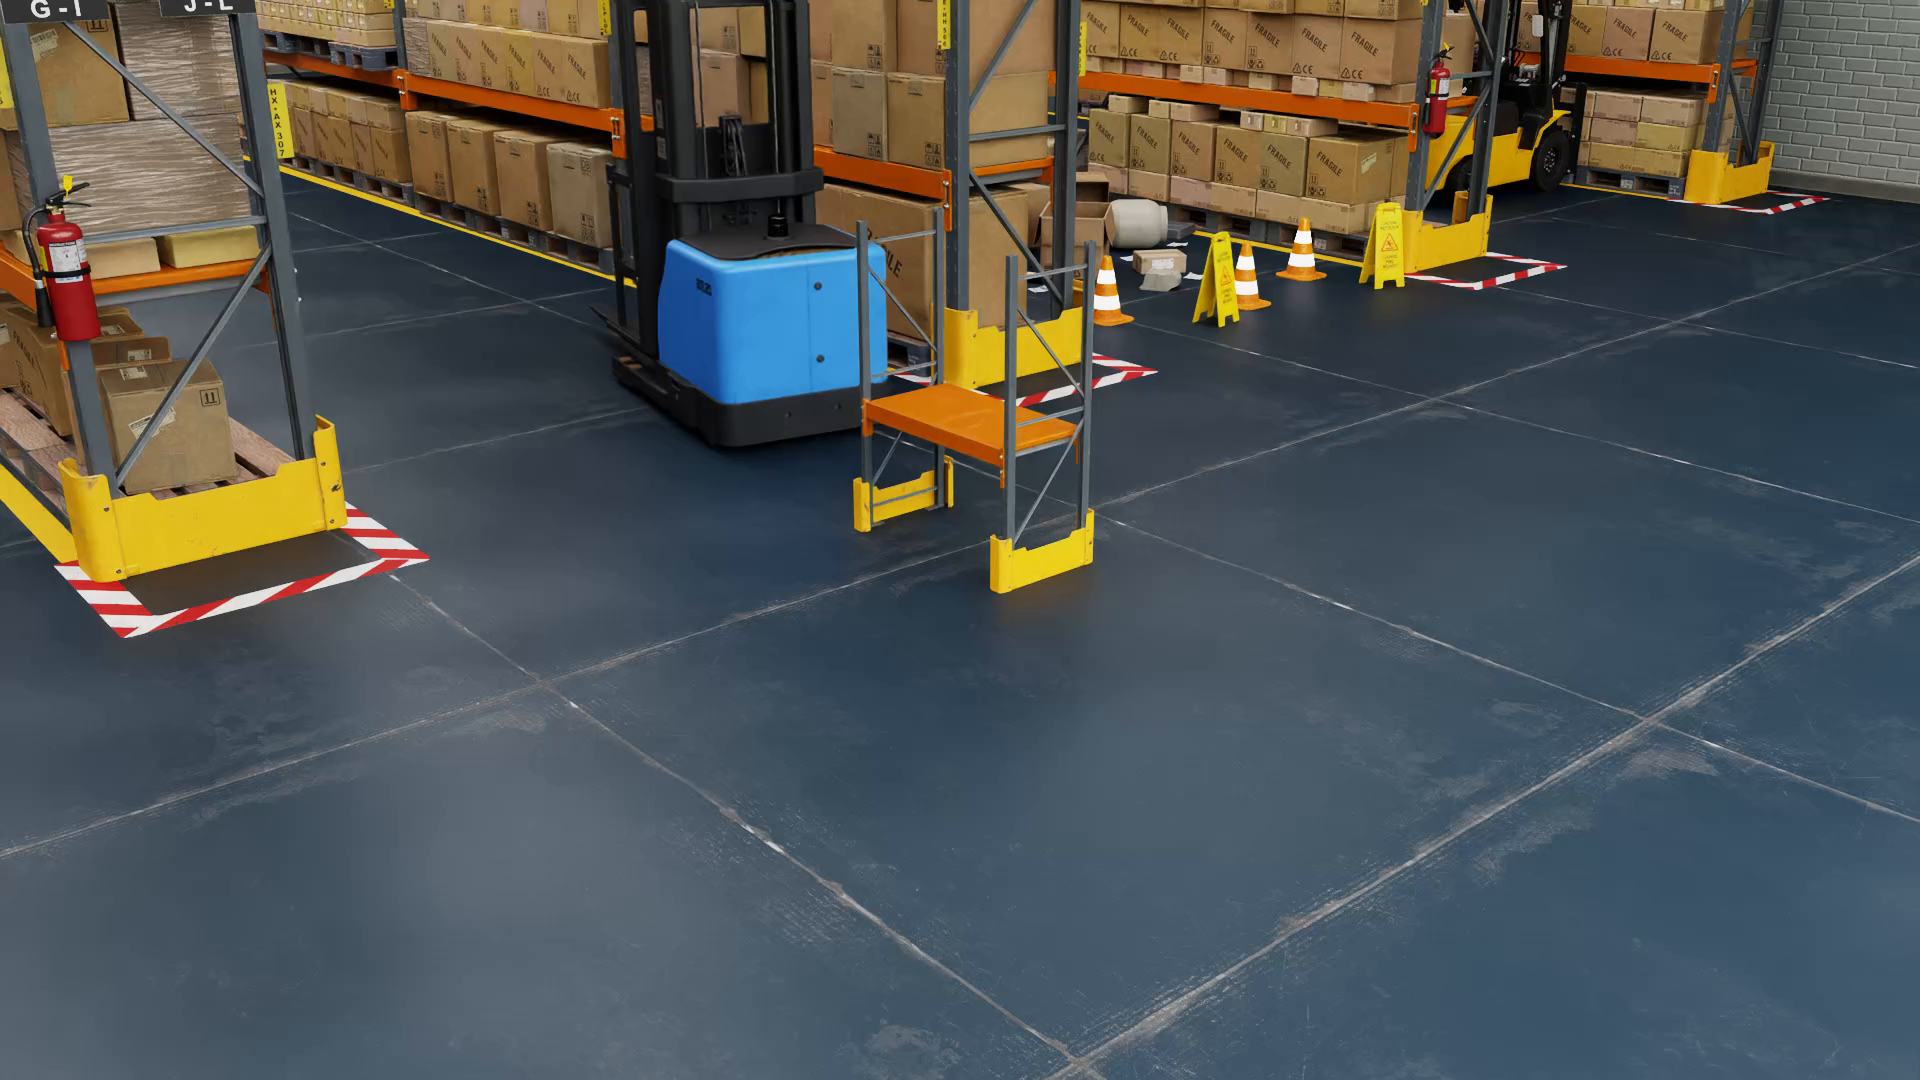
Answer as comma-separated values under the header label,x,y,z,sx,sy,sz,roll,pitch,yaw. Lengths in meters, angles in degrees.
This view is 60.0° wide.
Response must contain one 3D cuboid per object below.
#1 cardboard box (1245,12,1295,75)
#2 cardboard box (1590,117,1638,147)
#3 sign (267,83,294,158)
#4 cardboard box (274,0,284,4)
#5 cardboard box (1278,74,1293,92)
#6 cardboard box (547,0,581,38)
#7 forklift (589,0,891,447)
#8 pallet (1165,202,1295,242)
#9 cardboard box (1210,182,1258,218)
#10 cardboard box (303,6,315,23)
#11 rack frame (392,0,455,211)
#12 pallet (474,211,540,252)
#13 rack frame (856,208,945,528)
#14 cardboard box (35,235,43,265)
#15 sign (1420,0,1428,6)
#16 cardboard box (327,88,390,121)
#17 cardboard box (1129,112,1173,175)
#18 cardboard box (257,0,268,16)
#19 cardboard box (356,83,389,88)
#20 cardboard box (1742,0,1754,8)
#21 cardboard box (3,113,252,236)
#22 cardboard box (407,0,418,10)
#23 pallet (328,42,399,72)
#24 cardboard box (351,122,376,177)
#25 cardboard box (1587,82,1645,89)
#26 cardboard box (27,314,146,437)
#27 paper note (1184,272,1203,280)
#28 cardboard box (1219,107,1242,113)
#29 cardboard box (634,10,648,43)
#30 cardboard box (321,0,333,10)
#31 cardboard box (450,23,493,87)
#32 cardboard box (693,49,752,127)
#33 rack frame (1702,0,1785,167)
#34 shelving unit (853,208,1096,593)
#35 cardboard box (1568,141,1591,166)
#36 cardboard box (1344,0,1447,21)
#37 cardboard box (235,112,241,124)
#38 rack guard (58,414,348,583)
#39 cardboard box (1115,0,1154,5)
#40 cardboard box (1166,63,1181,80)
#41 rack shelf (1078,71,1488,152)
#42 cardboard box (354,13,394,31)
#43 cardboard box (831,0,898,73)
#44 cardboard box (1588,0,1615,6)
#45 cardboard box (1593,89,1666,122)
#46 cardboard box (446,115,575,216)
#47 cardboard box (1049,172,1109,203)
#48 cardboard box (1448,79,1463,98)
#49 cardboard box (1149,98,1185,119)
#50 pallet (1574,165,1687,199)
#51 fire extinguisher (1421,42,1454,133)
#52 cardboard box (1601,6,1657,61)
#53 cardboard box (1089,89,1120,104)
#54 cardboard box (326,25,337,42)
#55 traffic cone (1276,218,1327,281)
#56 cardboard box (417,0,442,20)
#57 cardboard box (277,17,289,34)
label,x,y,z,sx,sy,sz,roll,pitch,yaw
cardboard box,2.803,-4.267,14.220,0.500,0.500,0.500,-18,27,-38
cardboard box,6.898,-4.251,17.233,0.500,0.250,0.500,-18,28,-38
sign,-3.083,-1.892,7.515,0.100,0.325,0.005,-17,27,-37
cardboard box,-6.914,-5.678,17.321,0.380,0.149,0.250,-18,28,-38
cardboard box,2.955,-3.942,14.280,0.380,0.149,0.250,-17,27,-37
cardboard box,-2.948,-4.407,13.616,0.700,0.500,0.500,-18,28,-38
forklift,-1.548,-2.369,10.012,1.130,2.935,3.031,-11,24,-27
pallet,2.668,-3.011,15.383,1.003,0.211,1.213,-17,27,-37
cardboard box,2.604,-3.082,14.934,0.500,0.250,0.500,-19,28,-39
cardboard box,-6.404,-5.324,16.825,0.380,0.149,0.250,-17,27,-36
rack frame,-4.893,-4.723,15.930,1.000,3.000,0.127,-17,27,-37
pallet,-3.643,-2.852,14.976,1.003,0.211,1.213,-17,27,-37
rack frame,-0.276,-0.815,8.009,0.500,1.500,0.032,-17,27,-37
cardboard box,-3.999,-1.342,7.641,0.380,0.149,0.250,-17,27,-37
sign,3.580,-4.279,12.774,0.100,0.325,0.005,-17,27,-37
cardboard box,-6.195,-4.512,17.213,0.500,0.250,0.500,-17,27,-36
cardboard box,1.941,-3.716,15.525,0.500,0.500,0.500,-16,27,-35
cardboard box,-7.256,-5.685,17.745,0.380,0.149,0.250,-17,27,-36
cardboard box,-6.145,-4.776,17.887,0.500,0.250,0.500,-19,28,-40
cardboard box,7.746,-5.406,16.646,0.380,0.149,0.250,-18,28,-39
cardboard box,-3.832,-1.704,7.675,0.875,0.500,0.500,-17,27,-37
cardboard box,-5.225,-5.326,16.422,0.380,0.149,0.250,-18,28,-39
pallet,-5.439,-4.805,16.403,1.213,0.211,1.003,-17,27,-37
cardboard box,-5.856,-4.019,16.983,0.500,0.500,0.500,-16,27,-35
cardboard box,6.954,-4.738,17.792,0.500,0.250,0.500,-18,27,-38
cardboard box,-4.700,-0.903,9.027,0.500,0.500,0.500,-14,26,-33
paper note,1.888,-2.124,13.365,0.142,0.019,0.148,12,24,27
cardboard box,2.325,-3.849,15.864,0.500,0.500,0.500,-17,27,-36
cardboard box,-2.067,-4.080,12.603,0.875,0.550,0.550,-17,27,-37
cardboard box,-6.070,-5.320,16.407,0.380,0.149,0.250,-16,27,-36
cardboard box,-4.141,-4.302,14.718,0.500,0.500,0.500,-17,27,-37
cardboard box,-1.392,-3.265,12.001,0.875,0.550,0.550,-17,27,-37
rack frame,7.771,-4.902,16.386,1.000,3.000,0.127,-17,27,-37
shelving unit,0.050,-0.677,7.657,0.587,1.500,1.083,-17,27,-37
cardboard box,6.588,-4.152,17.665,0.500,0.250,0.500,-17,27,-37
cardboard box,3.515,-4.459,13.339,0.700,0.500,0.500,-18,28,-39
cardboard box,-8.324,-4.988,19.531,0.380,0.149,0.250,-19,28,-39
rack guard,-3.544,-0.217,7.853,1.175,0.500,0.348,-17,27,-37
cardboard box,1.842,-5.155,15.117,0.700,0.500,0.500,-17,27,-37
cardboard box,2.098,-4.277,15.137,0.380,0.149,0.250,-18,27,-38
rack shelf,2.708,-3.937,14.908,1.077,0.370,4.000,-17,27,-37
cardboard box,-5.560,-4.968,15.916,0.380,0.149,0.250,-17,27,-36
cardboard box,-0.312,-3.327,10.679,0.875,0.550,0.550,-17,27,-37
cardboard box,6.657,-5.563,17.048,0.380,0.149,0.250,-19,28,-39
cardboard box,6.897,-4.475,17.120,0.500,0.250,0.500,-17,27,-36
cardboard box,-3.990,-3.441,15.165,1.050,0.750,0.750,-17,27,-37
cardboard box,1.071,-3.042,15.061,0.500,0.500,0.500,0,21,-1
cardboard box,3.948,-3.745,13.778,0.380,0.149,0.250,-17,27,-37
cardboard box,1.956,-3.973,15.291,0.380,0.149,0.250,-16,27,-35
pallet,7.240,-3.805,17.408,1.003,0.211,1.213,-17,27,-37
fire extinguisher,3.739,-3.542,13.020,0.296,0.674,0.183,-17,27,-37
cardboard box,6.919,-5.167,16.927,0.500,0.500,0.500,-16,27,-36
cardboard box,2.110,-6.209,22.576,0.500,0.500,0.500,-16,27,-36
cardboard box,-6.052,-5.038,16.503,0.380,0.149,0.250,-18,28,-38
traffic cone,2.755,-2.350,13.348,0.336,0.463,0.334,-17,27,-37
cardboard box,-4.607,-5.109,15.406,0.700,0.500,0.500,-18,27,-38
cardboard box,-6.920,-5.403,17.435,0.380,0.149,0.250,-19,28,-40
